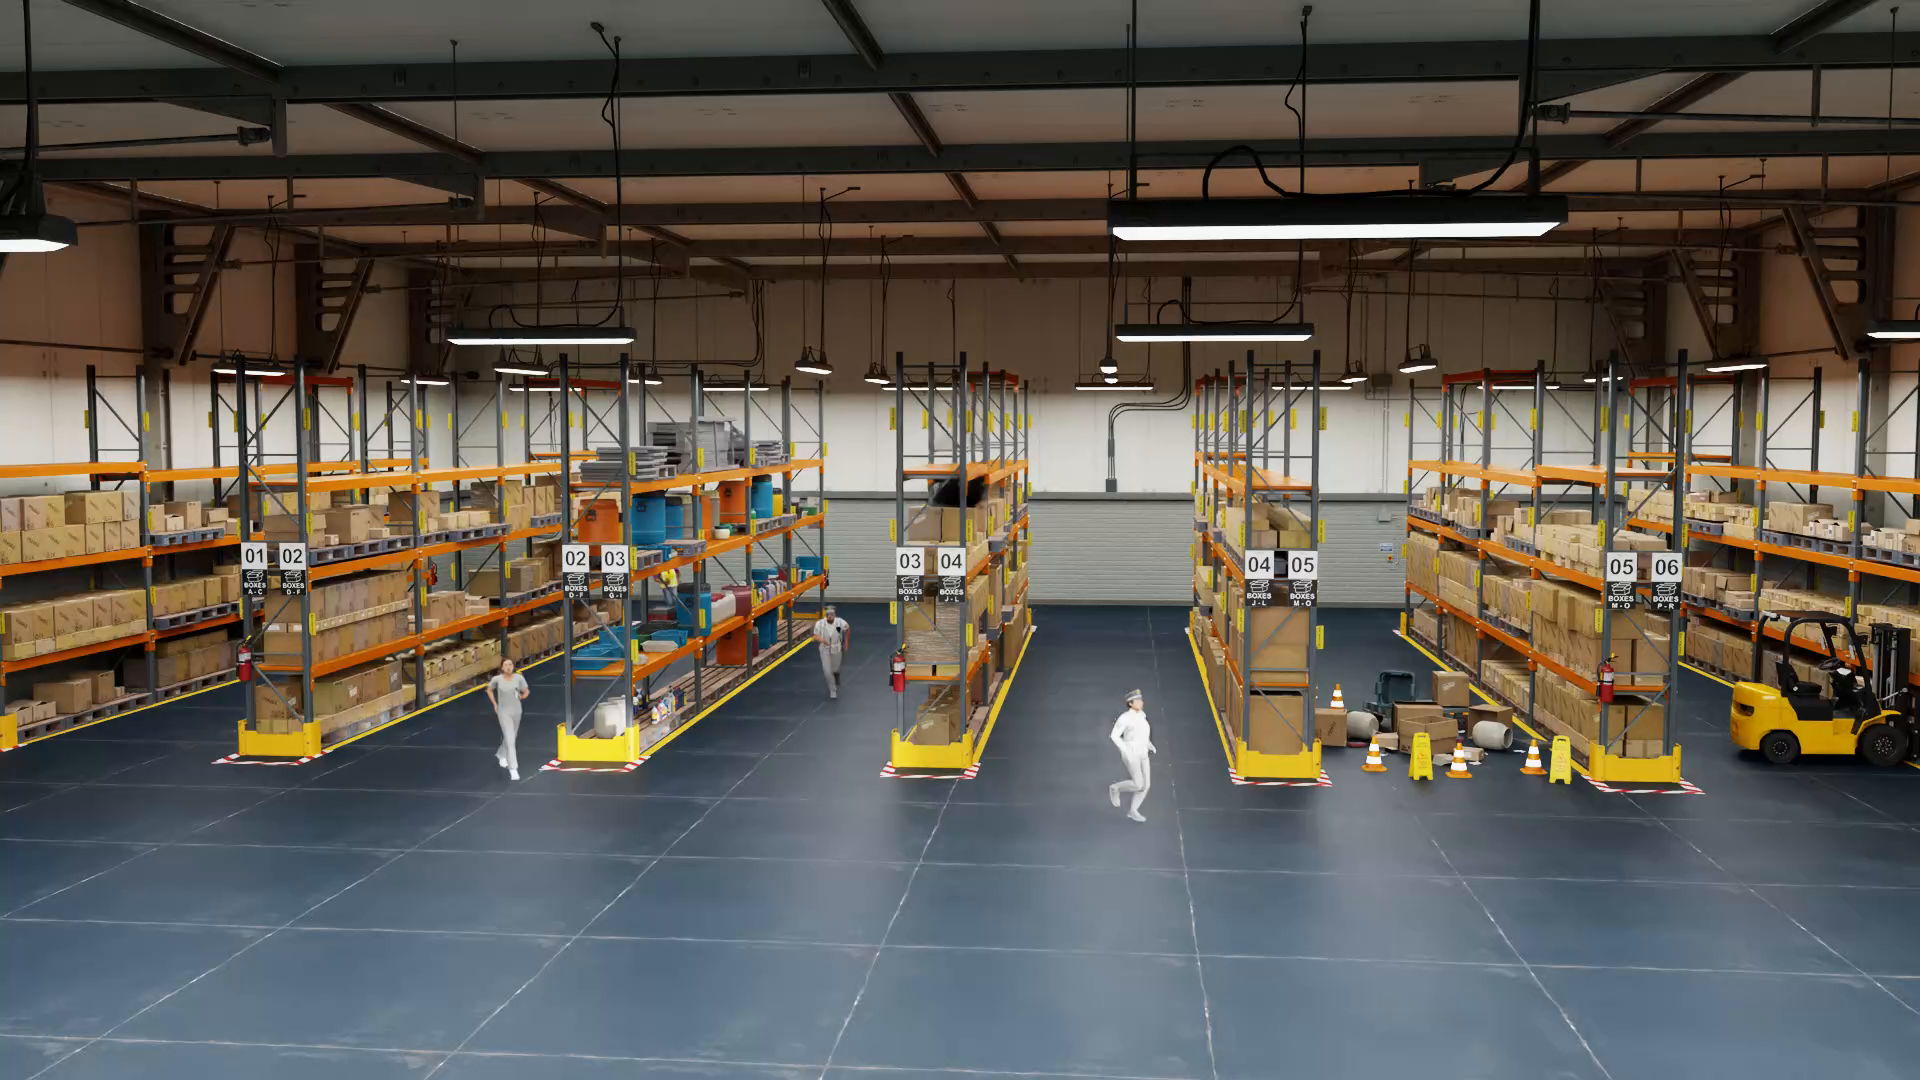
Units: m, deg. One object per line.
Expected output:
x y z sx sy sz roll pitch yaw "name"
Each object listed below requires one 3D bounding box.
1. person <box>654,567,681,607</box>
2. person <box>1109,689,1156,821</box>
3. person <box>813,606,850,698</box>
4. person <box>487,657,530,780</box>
-7.291 1.198 41.467 0.689 1.764 0.634 -2 4 -20 "person"
2.177 2.698 20.984 0.620 1.661 0.564 -4 6 -44 "person"
-2.332 2.022 30.238 0.654 1.701 0.751 0 4 2 "person"
-6.387 2.489 23.598 0.553 1.692 0.895 -3 5 -32 "person"
